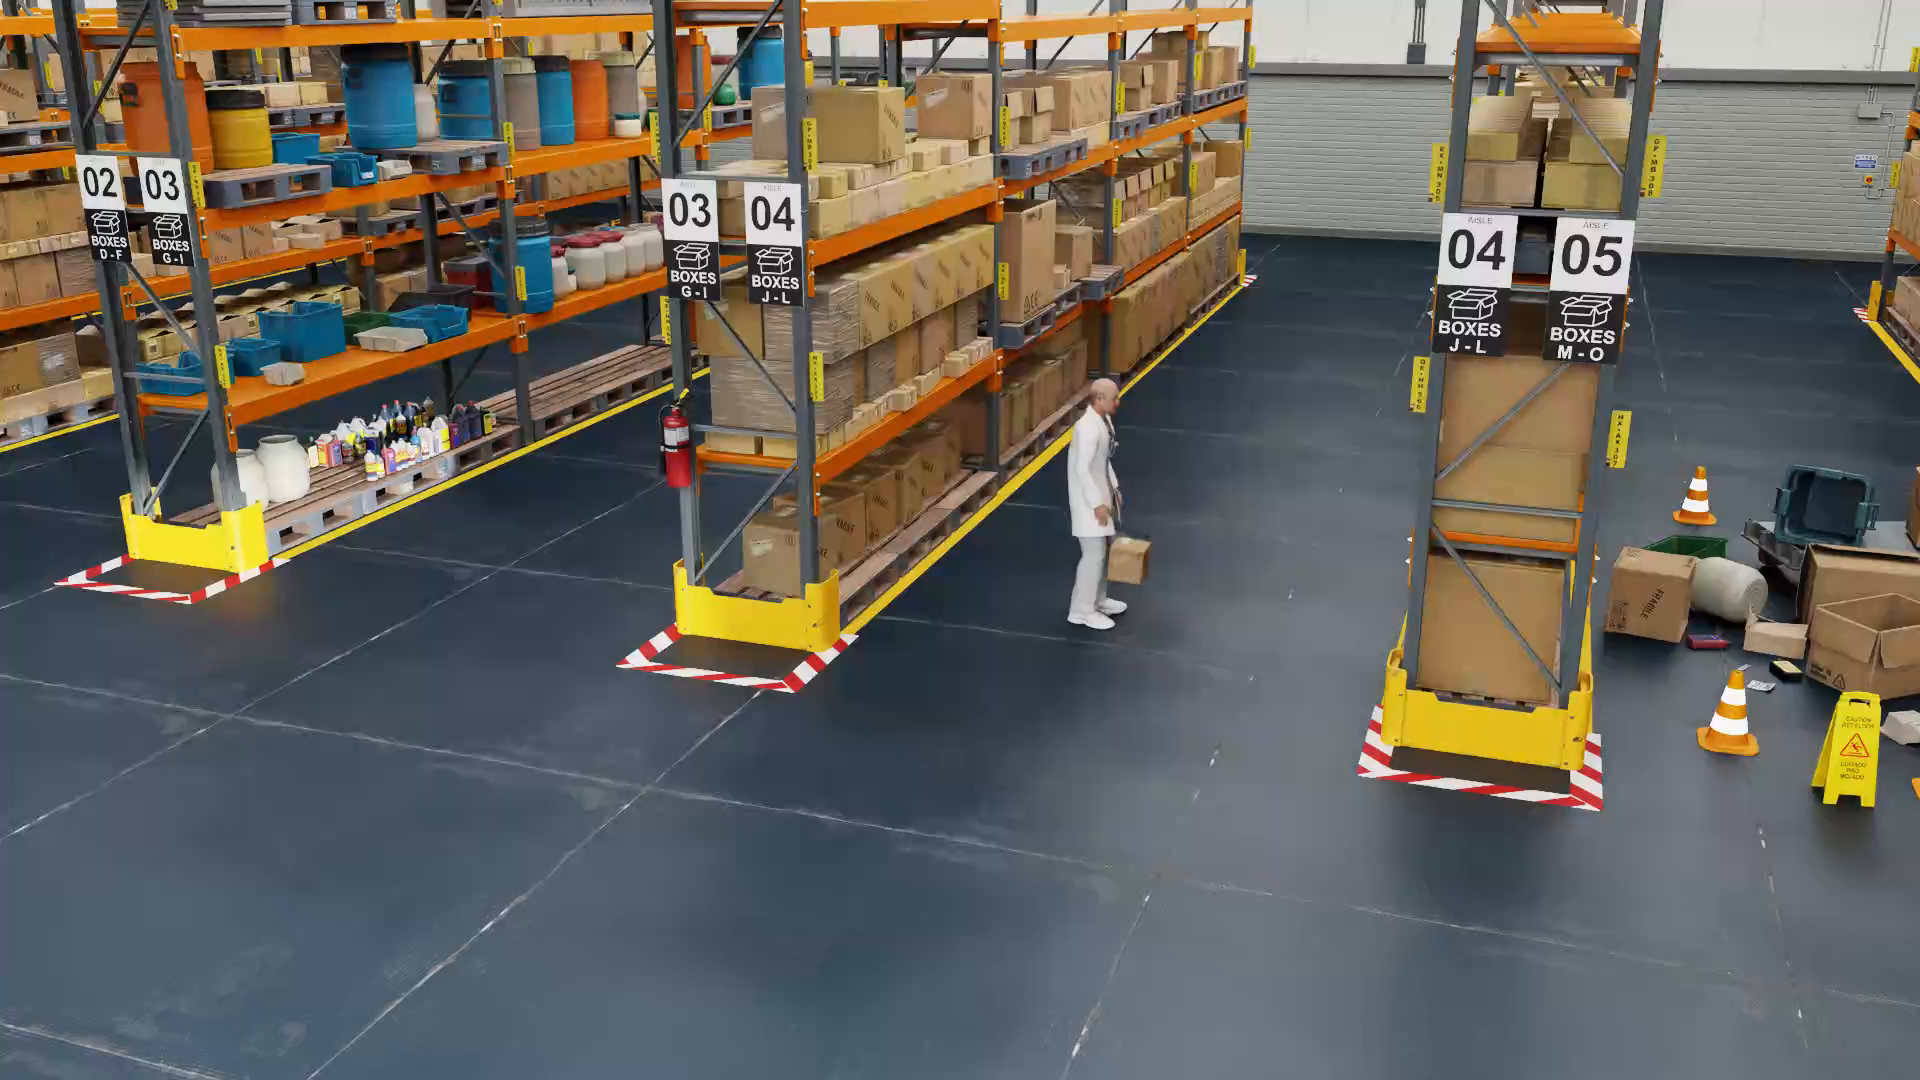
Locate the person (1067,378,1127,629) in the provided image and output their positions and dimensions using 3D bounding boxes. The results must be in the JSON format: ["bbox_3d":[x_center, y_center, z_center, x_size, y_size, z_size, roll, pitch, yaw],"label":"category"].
[{"bbox_3d":[0.986,-0.287,11.943,0.422,1.777,0.594,6,19,17],"label":"person"}]
